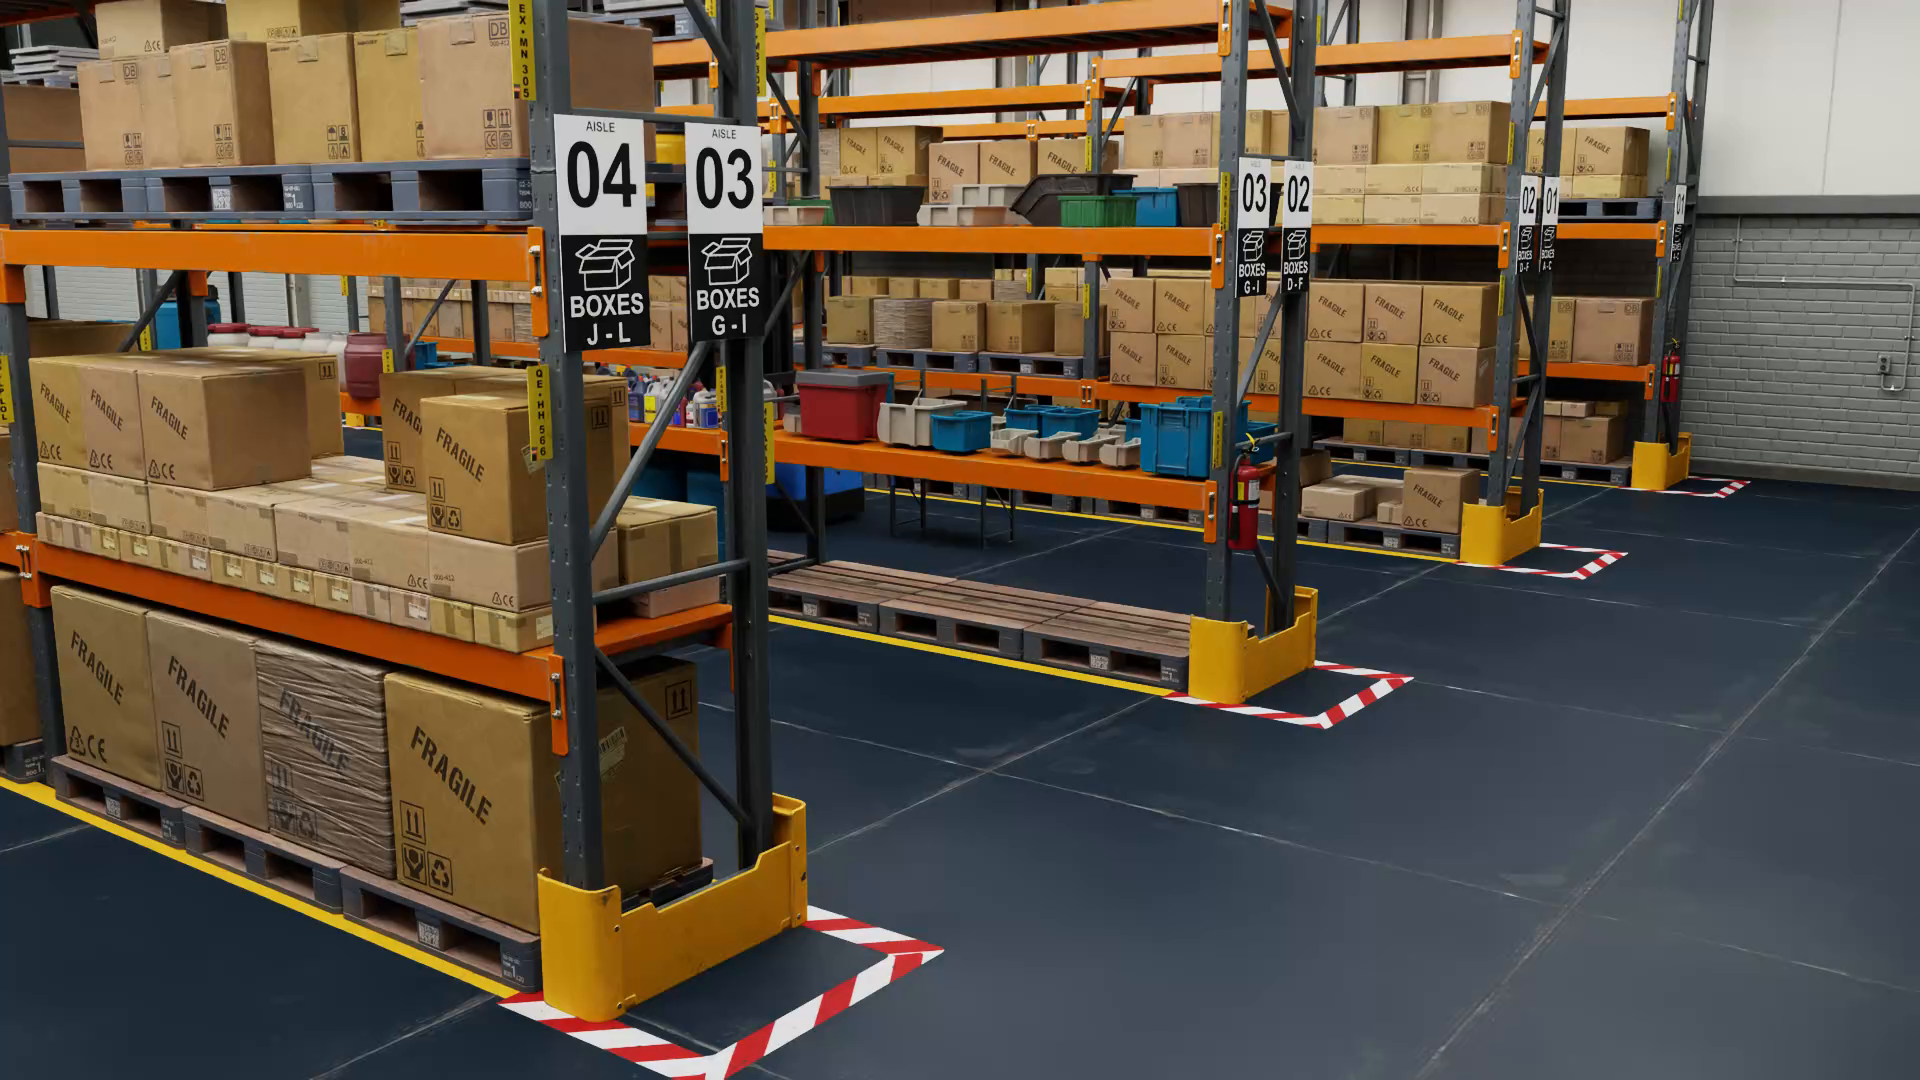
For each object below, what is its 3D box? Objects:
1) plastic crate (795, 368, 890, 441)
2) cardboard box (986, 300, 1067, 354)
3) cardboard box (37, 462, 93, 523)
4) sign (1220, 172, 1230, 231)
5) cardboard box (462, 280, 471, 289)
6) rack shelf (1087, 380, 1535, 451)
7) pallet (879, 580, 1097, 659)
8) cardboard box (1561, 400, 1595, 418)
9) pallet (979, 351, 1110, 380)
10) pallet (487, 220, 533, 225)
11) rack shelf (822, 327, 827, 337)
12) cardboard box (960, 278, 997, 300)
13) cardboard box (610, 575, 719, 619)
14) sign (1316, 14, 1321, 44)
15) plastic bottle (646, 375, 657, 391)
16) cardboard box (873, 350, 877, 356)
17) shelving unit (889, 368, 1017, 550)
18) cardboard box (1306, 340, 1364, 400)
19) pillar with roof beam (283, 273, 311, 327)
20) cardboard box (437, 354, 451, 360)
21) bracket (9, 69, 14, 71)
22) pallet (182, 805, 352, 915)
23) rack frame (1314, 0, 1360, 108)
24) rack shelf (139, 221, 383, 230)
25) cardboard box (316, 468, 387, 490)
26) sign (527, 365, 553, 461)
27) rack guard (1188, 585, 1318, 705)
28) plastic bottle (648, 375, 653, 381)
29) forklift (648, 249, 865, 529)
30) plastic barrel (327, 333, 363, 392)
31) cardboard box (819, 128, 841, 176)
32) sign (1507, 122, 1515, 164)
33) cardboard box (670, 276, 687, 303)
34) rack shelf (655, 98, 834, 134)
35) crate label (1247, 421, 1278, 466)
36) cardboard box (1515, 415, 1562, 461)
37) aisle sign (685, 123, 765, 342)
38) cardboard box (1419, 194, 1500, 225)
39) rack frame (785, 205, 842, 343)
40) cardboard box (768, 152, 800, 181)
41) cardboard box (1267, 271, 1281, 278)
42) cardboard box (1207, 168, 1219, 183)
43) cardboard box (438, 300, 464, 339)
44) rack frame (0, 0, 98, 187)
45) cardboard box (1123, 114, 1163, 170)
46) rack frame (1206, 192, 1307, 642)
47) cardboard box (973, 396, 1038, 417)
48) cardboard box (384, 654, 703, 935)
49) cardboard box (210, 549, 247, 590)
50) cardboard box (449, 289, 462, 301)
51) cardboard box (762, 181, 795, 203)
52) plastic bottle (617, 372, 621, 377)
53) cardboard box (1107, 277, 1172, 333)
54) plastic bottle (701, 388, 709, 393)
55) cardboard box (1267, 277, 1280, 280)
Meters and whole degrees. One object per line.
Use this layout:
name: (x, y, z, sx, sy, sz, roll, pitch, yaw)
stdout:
plastic crate: (-0.831, -0.964, 11.789, 0.583, 0.464, 0.402, 8, 13, 36)
cardboard box: (0.692, -2.210, 17.188, 0.700, 0.500, 0.500, -11, 15, -44)
cardboard box: (-4.110, -0.263, 8.105, 0.500, 0.250, 0.500, 8, 13, 35)
sign: (1.509, -1.928, 9.474, 0.005, 0.325, 0.100, 8, 13, 36)
cardboard box: (-6.088, -3.547, 21.789, 0.500, 0.500, 0.700, 8, 13, 36)
rack shelf: (3.145, -1.222, 15.342, 4.000, 0.370, 1.077, 8, 13, 36)
pallet: (0.201, 0.541, 11.678, 1.213, 0.211, 1.003, 8, 13, 36)
cardboard box: (6.851, -1.456, 18.428, 0.250, 0.149, 0.380, 8, 13, 35)
pallet: (0.953, -1.812, 17.005, 1.213, 0.211, 1.003, 8, 13, 36)
pallet: (-3.008, -2.622, 13.286, 1.213, 0.211, 1.003, 8, 13, 36)
rack shelf: (-0.374, -2.880, 23.913, 4.000, 0.370, 1.077, 8, 13, 36)
cardboard box: (0.387, -3.383, 23.200, 0.500, 0.500, 0.700, 6, 13, 30)
cardboard box: (-1.200, 0.199, 6.766, 0.250, 0.149, 0.380, 8, 14, 36)
sign: (4.151, -5.917, 19.256, 0.005, 0.325, 0.100, 8, 13, 36)
plastic bottle: (-2.400, -1.114, 13.020, 0.185, 0.351, 0.144, 8, 13, 36)
cardboard box: (-1.026, -2.686, 24.464, 0.500, 0.250, 0.500, 8, 13, 34)
shelving unit: (-0.069, -0.746, 14.937, 1.048, 1.500, 0.538, 8, 13, 36)
cardboard box: (3.416, -1.523, 14.740, 0.500, 0.500, 0.500, 8, 14, 36)
pillar with roof beam: (-16.354, -7.597, 30.607, 0.548, 9.000, 9.100, 8, 13, 36)
cardboard box: (-7.531, -2.359, 23.484, 0.500, 0.500, 0.500, 8, 13, 36)
bracket: (-21.277, -10.982, 38.626, 4.783, 0.066, 0.076, 8, 13, 36)
pallet: (-2.780, 1.320, 7.652, 1.213, 0.211, 1.003, 8, 13, 36)
rack frame: (4.462, -5.504, 19.788, 0.127, 3.000, 1.000, 8, 13, 36)
rack shelf: (-6.238, -2.836, 15.789, 4.000, 0.370, 1.077, 8, 13, 36)
cardboard box: (-2.586, -0.174, 7.644, 0.500, 0.250, 0.500, 8, 13, 34)
sign: (-1.442, -0.437, 5.721, 0.005, 0.325, 0.100, 8, 13, 36)
rack guard: (1.849, 0.636, 10.428, 0.348, 0.500, 1.175, 8, 13, 36)
plastic bottle: (-2.560, -1.237, 13.863, 0.097, 0.271, 0.097, 0, 11, 0)
forklift: (-2.437, -1.733, 16.270, 3.031, 2.935, 1.130, 7, 13, 33)
plastic barrel: (-5.582, -1.630, 15.261, 0.421, 0.512, 0.421, 0, 11, 0)
cardboard box: (-1.343, -4.212, 18.113, 0.500, 0.500, 0.500, 8, 13, 36)
sign: (4.412, -3.175, 13.315, 0.005, 0.325, 0.100, 8, 13, 36)
cardboard box: (-4.198, -3.996, 26.157, 0.500, 0.500, 0.500, 7, 13, 34)
rack shelf: (-3.303, -4.870, 19.459, 4.000, 0.370, 1.077, 8, 13, 36)
crate label: (1.818, -0.618, 10.608, 0.303, 0.233, 0.416, 8, 13, 36)
cardboard box: (6.659, -1.208, 18.850, 0.500, 0.500, 0.700, 8, 13, 35)
aisle sign: (-0.874, -1.148, 6.223, 0.004, 0.787, 0.394, 8, 13, 36)
cardboard box: (4.187, -2.767, 13.931, 0.500, 0.250, 0.500, 8, 13, 36)
rack frame: (-1.691, -2.250, 18.761, 0.127, 3.000, 1.000, 8, 13, 36)
cardboard box: (-2.550, -5.495, 24.693, 0.500, 0.500, 0.500, 7, 13, 31)
cardboard box: (3.934, -3.145, 20.316, 0.500, 0.250, 0.500, 8, 14, 37)
cardboard box: (2.578, -3.238, 15.050, 0.500, 0.250, 0.500, 8, 13, 36)
cardboard box: (-6.521, -2.970, 22.221, 0.500, 0.500, 0.700, 8, 14, 37)
rack frame: (-4.334, -3.229, 8.029, 0.127, 3.000, 1.000, 8, 13, 36)
cardboard box: (1.947, -3.764, 15.794, 0.500, 0.500, 0.700, 8, 13, 36)
rack frame: (1.822, -0.592, 10.194, 0.127, 3.000, 1.000, 8, 13, 36)
cardboard box: (0.481, -1.361, 17.616, 0.500, 0.250, 0.500, 8, 14, 36)
cardboard box: (-1.673, 0.943, 6.745, 0.875, 0.875, 0.875, 8, 13, 36)
cardboard box: (-3.035, 0.099, 7.283, 0.250, 0.149, 0.380, 7, 13, 34)
cardboard box: (-6.499, -3.237, 21.894, 0.250, 0.149, 0.380, 8, 14, 37)
cardboard box: (-2.090, -3.897, 18.669, 0.500, 0.250, 0.500, 7, 13, 31)
plastic bottle: (-2.906, -1.281, 14.059, 0.133, 0.283, 0.061, 8, 13, 36)
cardboard box: (1.746, -2.244, 15.835, 0.500, 0.500, 0.500, 8, 14, 37)
plastic bottle: (-2.079, -1.135, 13.523, 0.097, 0.201, 0.097, 0, 11, 0)
cardboard box: (2.914, -2.209, 15.654, 0.500, 0.500, 0.500, 8, 14, 36)
